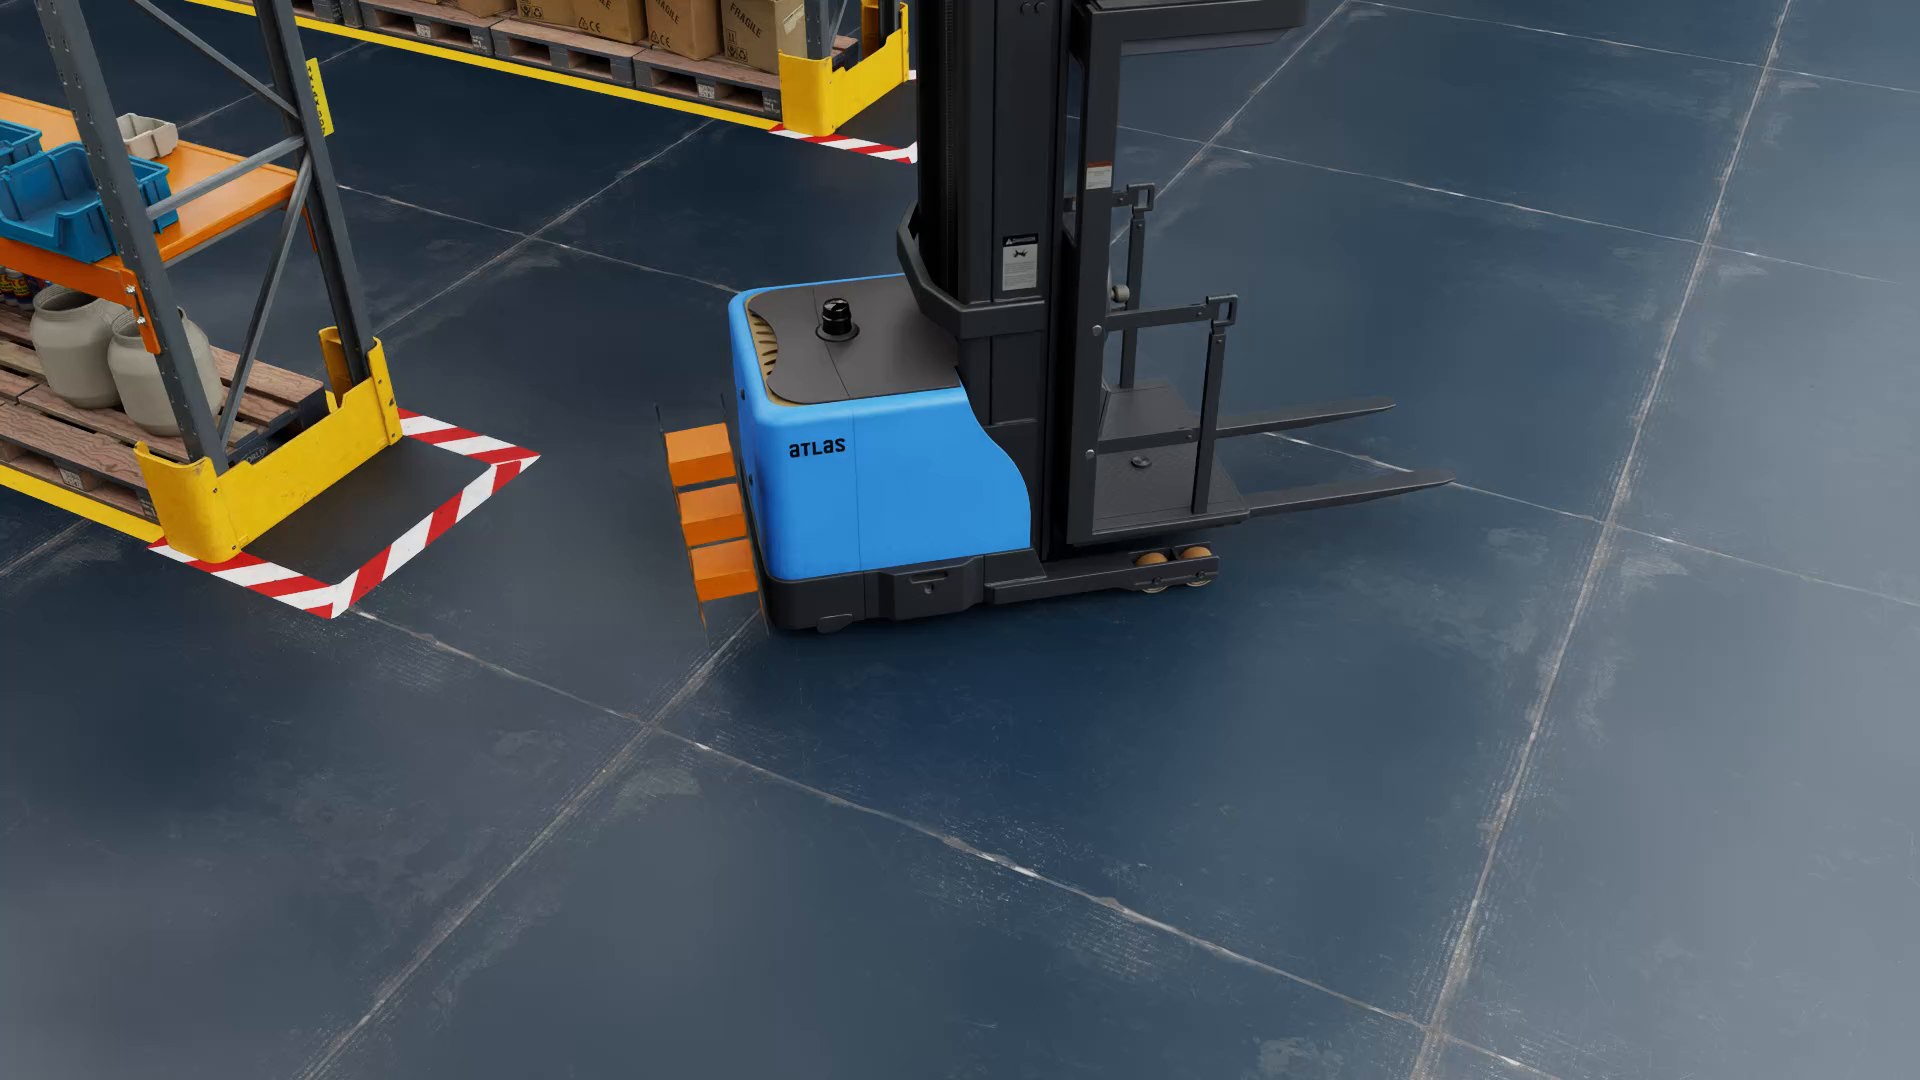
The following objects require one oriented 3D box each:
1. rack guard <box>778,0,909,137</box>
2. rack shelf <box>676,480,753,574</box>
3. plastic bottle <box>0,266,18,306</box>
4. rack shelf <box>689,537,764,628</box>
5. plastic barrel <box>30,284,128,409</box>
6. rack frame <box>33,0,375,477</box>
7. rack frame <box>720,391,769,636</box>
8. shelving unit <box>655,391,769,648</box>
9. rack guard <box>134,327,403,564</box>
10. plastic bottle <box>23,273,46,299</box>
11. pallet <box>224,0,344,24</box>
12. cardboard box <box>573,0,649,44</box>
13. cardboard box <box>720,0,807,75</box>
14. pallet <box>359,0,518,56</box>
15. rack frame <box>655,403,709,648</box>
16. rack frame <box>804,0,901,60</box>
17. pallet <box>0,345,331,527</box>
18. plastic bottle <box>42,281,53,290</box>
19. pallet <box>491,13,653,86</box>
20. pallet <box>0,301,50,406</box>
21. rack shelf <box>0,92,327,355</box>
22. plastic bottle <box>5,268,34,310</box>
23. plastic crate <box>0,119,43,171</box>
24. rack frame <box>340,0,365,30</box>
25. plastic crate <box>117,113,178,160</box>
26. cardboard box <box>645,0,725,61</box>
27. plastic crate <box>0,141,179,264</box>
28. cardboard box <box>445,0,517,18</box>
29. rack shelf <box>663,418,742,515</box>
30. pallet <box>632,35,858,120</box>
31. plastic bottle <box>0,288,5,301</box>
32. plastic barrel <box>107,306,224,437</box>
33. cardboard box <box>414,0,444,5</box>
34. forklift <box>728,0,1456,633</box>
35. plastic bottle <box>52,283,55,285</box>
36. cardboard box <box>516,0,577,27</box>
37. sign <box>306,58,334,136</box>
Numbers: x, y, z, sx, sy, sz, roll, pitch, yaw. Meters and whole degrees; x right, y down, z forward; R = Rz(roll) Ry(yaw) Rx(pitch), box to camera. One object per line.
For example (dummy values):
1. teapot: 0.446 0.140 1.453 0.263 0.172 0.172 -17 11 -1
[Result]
1. rack guard: -0.748 -3.130 10.959 0.348 0.500 1.175 17 41 21
2. rack shelf: -0.952 -0.054 6.457 0.240 0.259 0.215 -11 38 -7
3. plastic bottle: -4.819 -1.328 8.411 0.097 0.271 0.097 0 37 0
4. rack shelf: -0.931 0.164 6.628 0.240 0.259 0.215 -11 38 -7
5. plastic barrel: -4.023 -0.903 7.668 0.421 0.512 0.421 0 37 0
6. rack frame: -2.959 -1.445 6.673 0.127 3.000 1.000 17 41 21
7. rack frame: -0.834 -0.086 6.466 0.008 1.050 0.200 -11 38 -7
8. shelving unit: -0.952 -0.063 6.450 0.252 1.050 0.215 -11 38 -7
9. rack guard: -3.048 -0.445 7.423 0.348 0.500 1.175 17 41 21
10. plastic bottle: -4.618 -1.282 8.341 0.133 0.283 0.061 18 41 22
11. pallet: -4.925 -4.321 12.768 1.213 0.211 1.003 17 41 21
12. cardboard box: -2.322 -3.790 11.483 0.500 0.500 0.500 21 42 26
13. cardboard box: -1.228 -3.458 11.045 0.500 0.500 0.500 25 44 29
14. pallet: -3.620 -3.938 12.263 1.213 0.211 1.003 17 41 21
15. rack frame: -1.071 -0.039 6.435 0.008 1.050 0.200 -11 38 -7
16. rack frame: -0.681 -4.104 10.176 0.127 3.000 1.000 17 41 21
17. pallet: -3.767 -0.559 7.812 1.213 0.211 1.003 17 41 21
18. plastic bottle: -4.517 -1.206 8.308 0.097 0.201 0.097 0 37 0
19. pallet: -2.533 -3.599 11.817 1.213 0.211 1.003 17 41 21
20. pallet: -4.846 -0.899 8.259 1.213 0.211 1.003 17 41 21
21. rack shelf: -4.735 -1.714 7.623 4.000 0.370 1.077 17 41 21
22. plastic bottle: -4.730 -1.300 8.375 0.097 0.271 0.097 0 37 0
23. plastic crate: -4.115 -1.548 6.931 0.408 0.251 0.499 17 41 21
24. rack frame: -4.233 -5.216 11.641 0.127 3.000 1.000 17 41 21
25. plastic crate: -3.605 -1.761 7.308 0.250 0.136 0.298 17 41 21
26. cardboard box: -1.774 -3.606 11.240 0.500 0.500 0.500 29 46 33
27. plastic crate: -3.541 -1.364 6.689 0.616 0.251 0.499 17 41 21
28. cardboard box: -3.384 -4.100 11.890 0.500 0.500 0.500 -30 47 -34
29. rack shelf: -0.973 -0.277 6.282 0.240 0.259 0.215 -11 38 -7
30. pallet: -1.454 -3.259 11.369 1.213 0.211 1.003 17 41 21
31. plastic bottle: -4.907 -1.328 8.469 0.097 0.201 0.097 0 37 0
32. plastic barrel: -3.578 -0.763 7.485 0.421 0.512 0.421 0 37 0
33. cardboard box: -3.896 -4.255 12.095 0.500 0.500 0.500 16 40 20
34. forklift: 0.609 -1.251 6.474 3.031 2.935 1.130 -8 38 -10
35. plastic bottle: -4.425 -1.205 8.249 0.097 0.271 0.097 0 37 0
36. cardboard box: -2.797 -3.970 11.719 0.500 0.500 0.500 14 39 18
37. sign: -2.702 -1.849 6.976 0.005 0.325 0.100 17 41 21
